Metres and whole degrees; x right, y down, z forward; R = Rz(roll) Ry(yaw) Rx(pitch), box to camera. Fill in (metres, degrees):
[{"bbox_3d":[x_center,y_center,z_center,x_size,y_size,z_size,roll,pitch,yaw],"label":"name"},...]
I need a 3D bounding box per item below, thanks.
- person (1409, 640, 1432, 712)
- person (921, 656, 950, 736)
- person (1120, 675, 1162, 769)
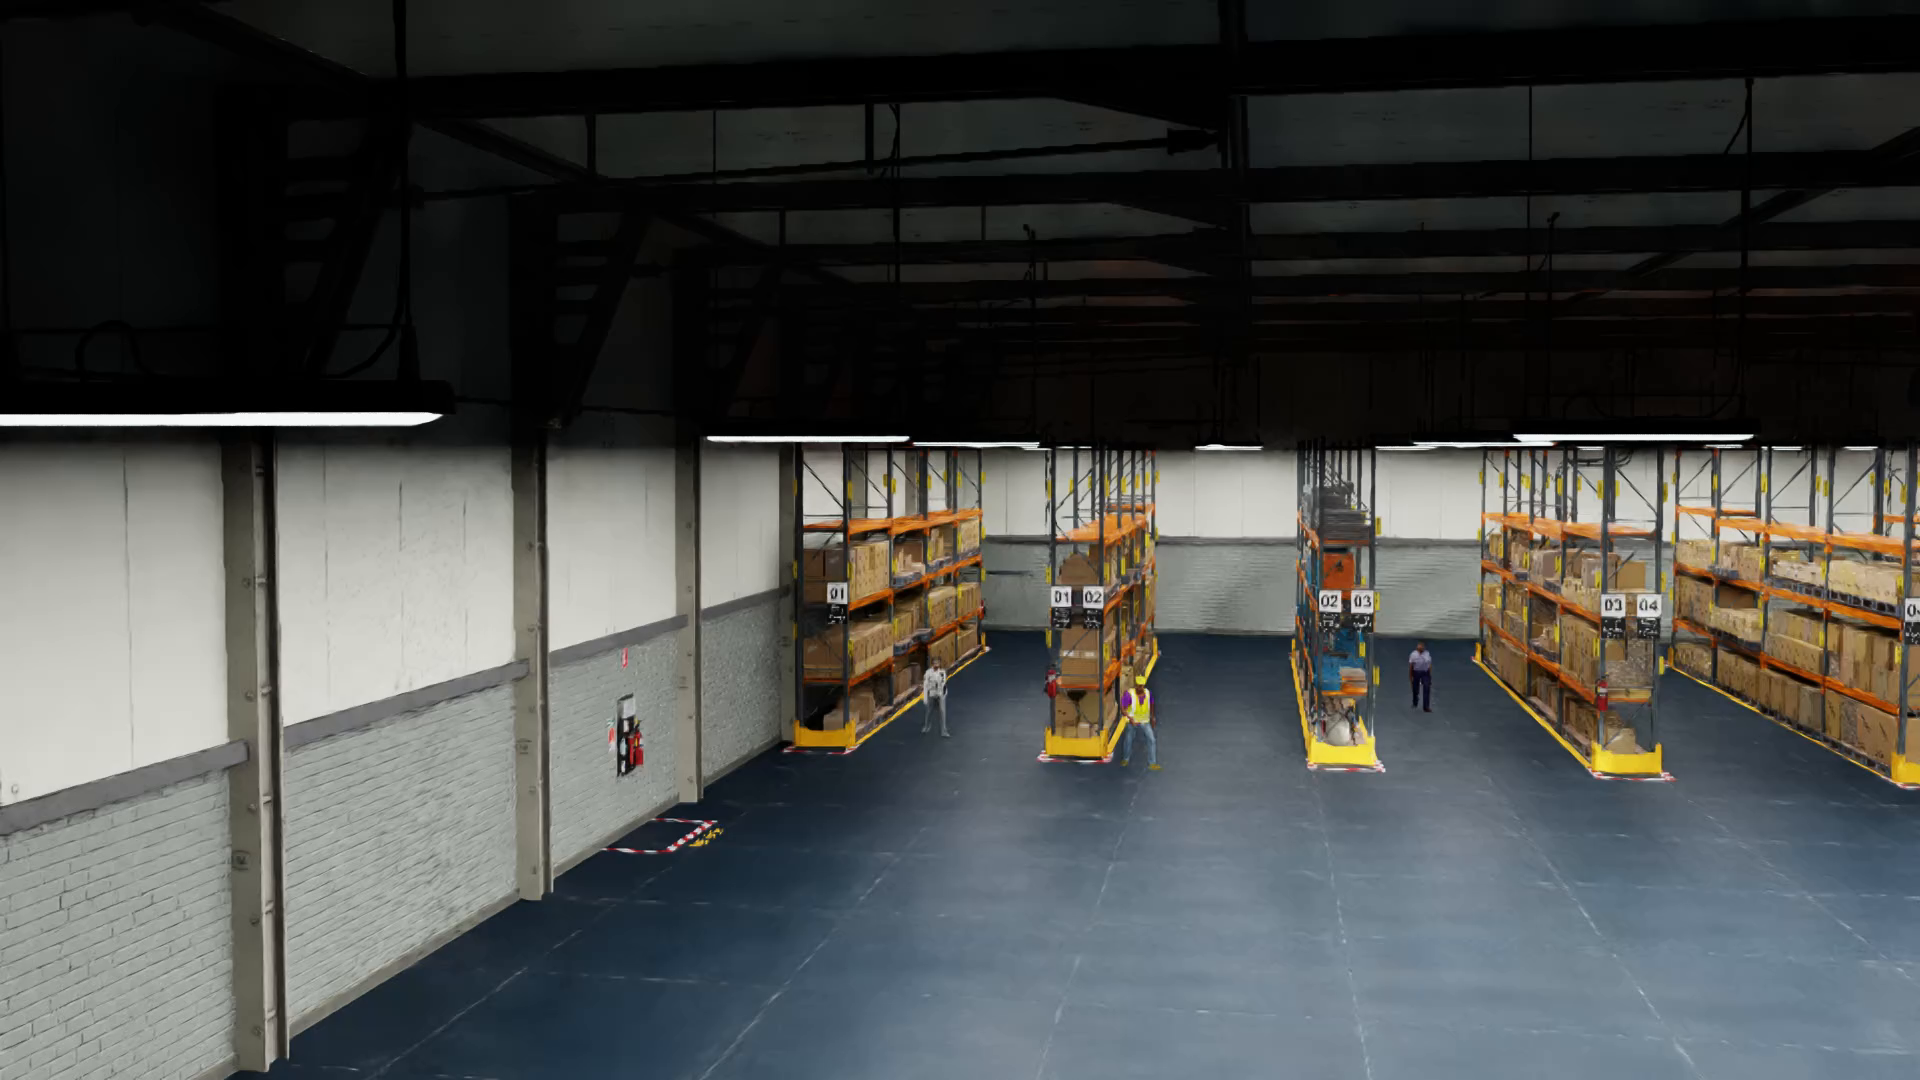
[{"bbox_3d":[10.180,2.978,36.804,0.479,1.567,1.090,1,3,13],"label":"person"},{"bbox_3d":[-0.503,3.133,33.617,0.530,1.625,0.935,-1,3,-12],"label":"person"},{"bbox_3d":[3.221,3.271,30.063,0.712,1.697,0.831,0,3,-8],"label":"person"}]
